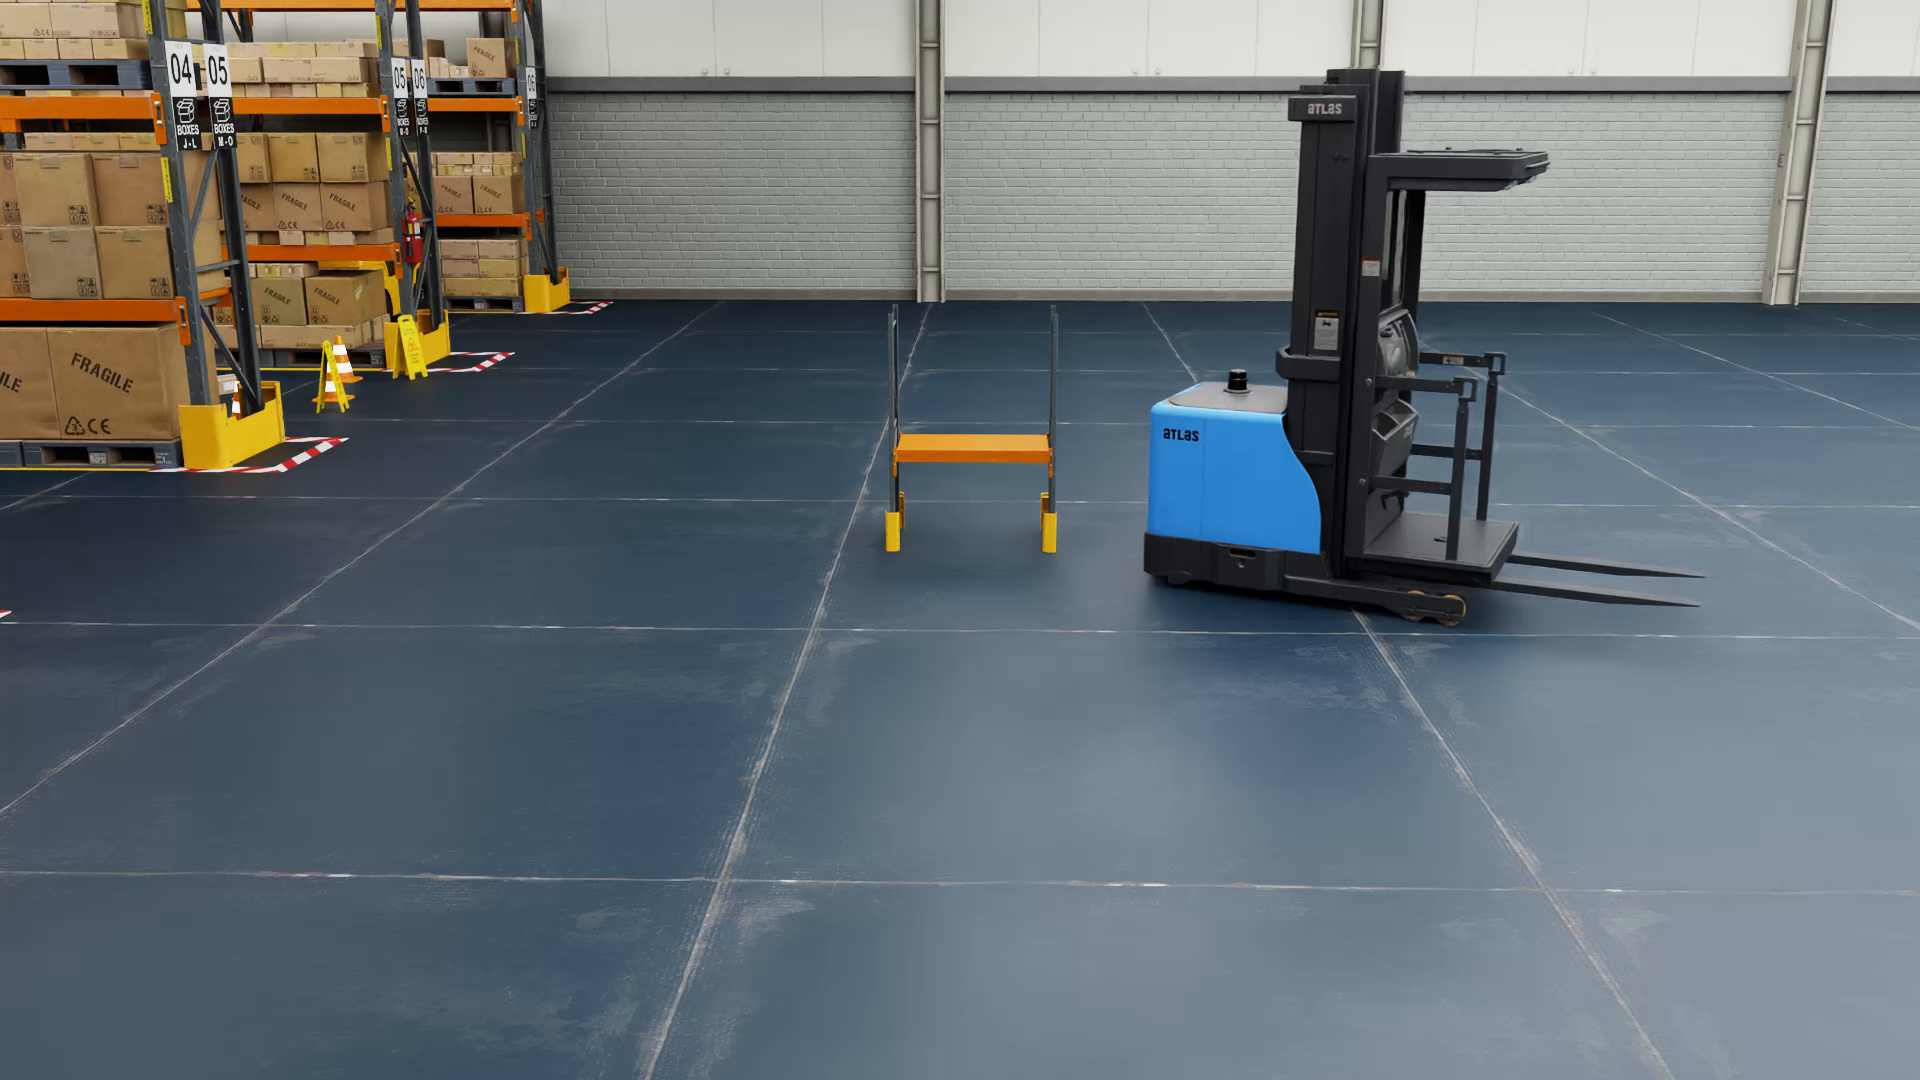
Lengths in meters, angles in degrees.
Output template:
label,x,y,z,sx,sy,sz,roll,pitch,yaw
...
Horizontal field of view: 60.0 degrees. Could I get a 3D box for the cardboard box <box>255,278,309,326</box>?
label,x,y,z,sx,sy,sz,roll,pitch,yaw
cardboard box,-7.189,-2.588,17.867,0.500,0.500,0.500,1,15,4

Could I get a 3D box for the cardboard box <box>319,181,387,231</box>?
label,x,y,z,sx,sy,sz,roll,pitch,yaw
cardboard box,-6.409,-3.536,17.584,0.500,0.500,0.500,0,15,0

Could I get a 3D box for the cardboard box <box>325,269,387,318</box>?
label,x,y,z,sx,sy,sz,roll,pitch,yaw
cardboard box,-6.683,-2.723,18.377,0.500,0.500,0.500,0,15,0

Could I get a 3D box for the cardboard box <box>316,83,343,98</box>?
label,x,y,z,sx,sy,sz,roll,pitch,yaw
cardboard box,-6.473,-4.664,17.250,0.250,0.149,0.380,0,15,2

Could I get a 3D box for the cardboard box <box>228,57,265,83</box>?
label,x,y,z,sx,sy,sz,roll,pitch,yaw
cardboard box,-7.400,-4.873,17.260,0.500,0.250,0.500,1,15,3

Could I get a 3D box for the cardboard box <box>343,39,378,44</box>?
label,x,y,z,sx,sy,sz,roll,pitch,yaw
cardboard box,-7.791,-6.415,22.172,0.637,0.503,0.797,1,15,3

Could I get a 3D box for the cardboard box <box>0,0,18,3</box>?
label,x,y,z,sx,sy,sz,roll,pitch,yaw
cardboard box,-6.995,-4.034,12.281,0.250,0.149,0.380,1,15,2

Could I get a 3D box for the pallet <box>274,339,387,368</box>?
label,x,y,z,sx,sy,sz,roll,pitch,yaw
pallet,-6.747,-2.077,18.300,1.213,0.211,1.003,0,15,1

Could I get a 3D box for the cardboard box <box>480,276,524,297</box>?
label,x,y,z,sx,sy,sz,roll,pitch,yaw
cardboard box,-6.215,-3.473,22.689,0.500,0.250,0.500,0,15,2

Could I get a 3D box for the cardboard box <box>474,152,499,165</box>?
label,x,y,z,sx,sy,sz,roll,pitch,yaw
cardboard box,-6.348,-5.125,22.333,0.250,0.149,0.380,0,15,2

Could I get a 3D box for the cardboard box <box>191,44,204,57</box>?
label,x,y,z,sx,sy,sz,roll,pitch,yaw
cardboard box,-7.739,-5.054,17.164,0.250,0.149,0.380,1,15,3

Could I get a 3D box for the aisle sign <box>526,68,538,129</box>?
label,x,y,z,sx,sy,sz,roll,pitch,yaw
aisle sign,-5.679,-5.858,22.069,0.004,0.787,0.394,0,15,1

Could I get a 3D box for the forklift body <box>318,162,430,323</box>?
label,x,y,z,sx,sy,sz,roll,pitch,yaw
forklift body,-7.679,-3.813,21.077,1.214,2.155,2.313,0,15,1

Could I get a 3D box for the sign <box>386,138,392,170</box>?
label,x,y,z,sx,sy,sz,roll,pitch,yaw
sign,-5.894,-3.982,17.164,0.005,0.325,0.100,0,15,1

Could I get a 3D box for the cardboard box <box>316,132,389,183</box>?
label,x,y,z,sx,sy,sz,roll,pitch,yaw
cardboard box,-6.376,-4.034,17.511,0.500,0.500,0.700,0,15,0

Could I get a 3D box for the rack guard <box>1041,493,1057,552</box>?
label,x,y,z,sx,sy,sz,roll,pitch,yaw
rack guard,0.574,-0.117,10.794,0.087,0.250,0.587,0,15,1

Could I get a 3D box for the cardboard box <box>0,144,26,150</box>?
label,x,y,z,sx,sy,sz,roll,pitch,yaw
cardboard box,-10.320,-4.239,18.153,0.250,0.149,0.380,0,15,1

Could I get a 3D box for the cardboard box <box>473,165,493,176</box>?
label,x,y,z,sx,sy,sz,roll,pitch,yaw
cardboard box,-6.347,-4.963,22.306,0.250,0.149,0.380,1,15,2

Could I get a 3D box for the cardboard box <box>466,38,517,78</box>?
label,x,y,z,sx,sy,sz,roll,pitch,yaw
cardboard box,-6.185,-6.367,21.999,0.500,0.500,0.500,1,15,3

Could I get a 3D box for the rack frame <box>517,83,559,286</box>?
label,x,y,z,sx,sy,sz,roll,pitch,yaw
rack frame,-5.737,-4.677,22.686,0.127,3.000,1.000,0,15,1

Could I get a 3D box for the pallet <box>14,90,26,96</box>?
label,x,y,z,sx,sy,sz,roll,pitch,yaw
pallet,-10.473,-4.828,17.746,1.003,0.211,1.213,0,15,1

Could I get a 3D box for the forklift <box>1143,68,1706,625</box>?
label,x,y,z,sx,sy,sz,roll,pitch,yaw
forklift,2.645,-1.105,9.283,3.031,2.935,1.130,7,16,25

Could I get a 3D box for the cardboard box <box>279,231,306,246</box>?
label,x,y,z,sx,sy,sz,roll,pitch,yaw
cardboard box,-7.009,-3.212,17.625,0.250,0.149,0.380,1,15,2

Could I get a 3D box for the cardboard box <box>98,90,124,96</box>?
label,x,y,z,sx,sy,sz,roll,pitch,yaw
cardboard box,-8.793,-4.700,17.387,0.250,0.149,0.380,1,15,3

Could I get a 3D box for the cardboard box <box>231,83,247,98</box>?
label,x,y,z,sx,sy,sz,roll,pitch,yaw
cardboard box,-7.503,-4.686,17.334,0.250,0.149,0.380,0,15,0

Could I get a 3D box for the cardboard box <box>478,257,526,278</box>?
label,x,y,z,sx,sy,sz,roll,pitch,yaw
cardboard box,-6.231,-3.715,22.629,0.500,0.250,0.500,0,15,1

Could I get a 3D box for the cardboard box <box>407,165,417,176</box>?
label,x,y,z,sx,sy,sz,roll,pitch,yaw
cardboard box,-7.374,-4.972,22.336,0.250,0.149,0.380,0,15,2

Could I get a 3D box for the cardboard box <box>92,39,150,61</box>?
label,x,y,z,sx,sy,sz,roll,pitch,yaw
cardboard box,-6.226,-3.644,12.364,0.250,0.149,0.380,0,15,1

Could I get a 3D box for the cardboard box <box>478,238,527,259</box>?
label,x,y,z,sx,sy,sz,roll,pitch,yaw
cardboard box,-6.205,-3.957,22.565,0.500,0.250,0.500,1,15,3

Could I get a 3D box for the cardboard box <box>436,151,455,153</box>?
label,x,y,z,sx,sy,sz,roll,pitch,yaw
cardboard box,-7.103,-5.248,22.802,0.250,0.149,0.380,1,15,3

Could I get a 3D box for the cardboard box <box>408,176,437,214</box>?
label,x,y,z,sx,sy,sz,roll,pitch,yaw
cardboard box,-7.266,-4.670,22.465,0.500,0.500,0.500,0,15,0

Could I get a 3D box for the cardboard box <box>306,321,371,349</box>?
label,x,y,z,sx,sy,sz,roll,pitch,yaw
cardboard box,-6.699,-2.221,17.945,0.500,0.250,0.500,0,15,1

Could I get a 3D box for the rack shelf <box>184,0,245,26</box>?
label,x,y,z,sx,sy,sz,roll,pitch,yaw
rack shelf,-11.735,-7.075,22.211,4.000,0.370,1.077,0,15,1

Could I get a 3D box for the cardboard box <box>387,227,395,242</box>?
label,x,y,z,sx,sy,sz,roll,pitch,yaw
cardboard box,-6.194,-3.344,18.128,0.250,0.149,0.380,0,15,2

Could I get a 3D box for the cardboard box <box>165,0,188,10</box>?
label,x,y,z,sx,sy,sz,roll,pitch,yaw
cardboard box,-6.211,-4.197,12.898,0.250,0.149,0.380,1,15,2

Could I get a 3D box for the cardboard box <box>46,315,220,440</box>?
label,x,y,z,sx,sy,sz,roll,pitch,yaw
cardboard box,-6.565,-1.311,13.271,0.875,0.875,0.875,0,15,2

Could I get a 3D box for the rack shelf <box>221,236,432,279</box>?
label,x,y,z,sx,sy,sz,roll,pitch,yaw
rack shelf,-7.859,-3.076,18.029,4.000,0.370,1.077,0,15,1

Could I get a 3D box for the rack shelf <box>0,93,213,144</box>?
label,x,y,z,sx,sy,sz,roll,pitch,yaw
rack shelf,-7.885,-3.263,12.859,4.000,0.370,1.077,0,15,1

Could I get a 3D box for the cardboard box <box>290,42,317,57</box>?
label,x,y,z,sx,sy,sz,roll,pitch,yaw
cardboard box,-6.718,-5.061,17.190,0.250,0.149,0.380,0,15,1

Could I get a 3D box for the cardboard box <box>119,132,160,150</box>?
label,x,y,z,sx,sy,sz,roll,pitch,yaw
cardboard box,-8.413,-4.035,17.515,0.500,0.500,0.700,0,15,0

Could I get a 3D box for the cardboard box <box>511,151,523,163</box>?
label,x,y,z,sx,sy,sz,roll,pitch,yaw
cardboard box,-6.067,-5.239,22.767,0.250,0.149,0.380,0,15,0

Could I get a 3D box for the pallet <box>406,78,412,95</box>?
label,x,y,z,sx,sy,sz,roll,pitch,yaw
pallet,-7.666,-6.103,22.384,1.213,0.211,1.003,0,15,1

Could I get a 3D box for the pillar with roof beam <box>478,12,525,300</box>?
label,x,y,z,sx,sy,sz,roll,pitch,yaw
pillar with roof beam,-6.520,-6.714,18.648,0.400,9.000,9.100,0,15,1

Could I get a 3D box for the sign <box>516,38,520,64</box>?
label,x,y,z,sx,sy,sz,roll,pitch,yaw
sign,-5.765,-6.379,21.676,0.005,0.325,0.100,0,15,1

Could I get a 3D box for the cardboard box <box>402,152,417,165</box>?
label,x,y,z,sx,sy,sz,roll,pitch,yaw
cardboard box,-7.379,-5.114,22.292,0.250,0.149,0.380,1,15,3

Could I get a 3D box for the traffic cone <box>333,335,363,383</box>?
label,x,y,z,sx,sy,sz,roll,pitch,yaw
traffic cone,-6.323,-1.858,16.975,0.334,0.463,0.336,0,15,1

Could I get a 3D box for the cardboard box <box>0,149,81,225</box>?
label,x,y,z,sx,sy,sz,roll,pitch,yaw
cardboard box,-7.364,-2.773,13.060,0.550,0.550,0.875,0,15,1

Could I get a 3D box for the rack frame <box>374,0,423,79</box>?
label,x,y,z,sx,sy,sz,roll,pitch,yaw
rack frame,-5.860,-6.311,17.122,0.127,3.000,1.000,0,15,1

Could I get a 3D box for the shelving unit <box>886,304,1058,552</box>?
label,x,y,z,sx,sy,sz,roll,pitch,yaw
shelving unit,0.076,-0.725,10.647,1.083,1.500,0.587,0,15,1
